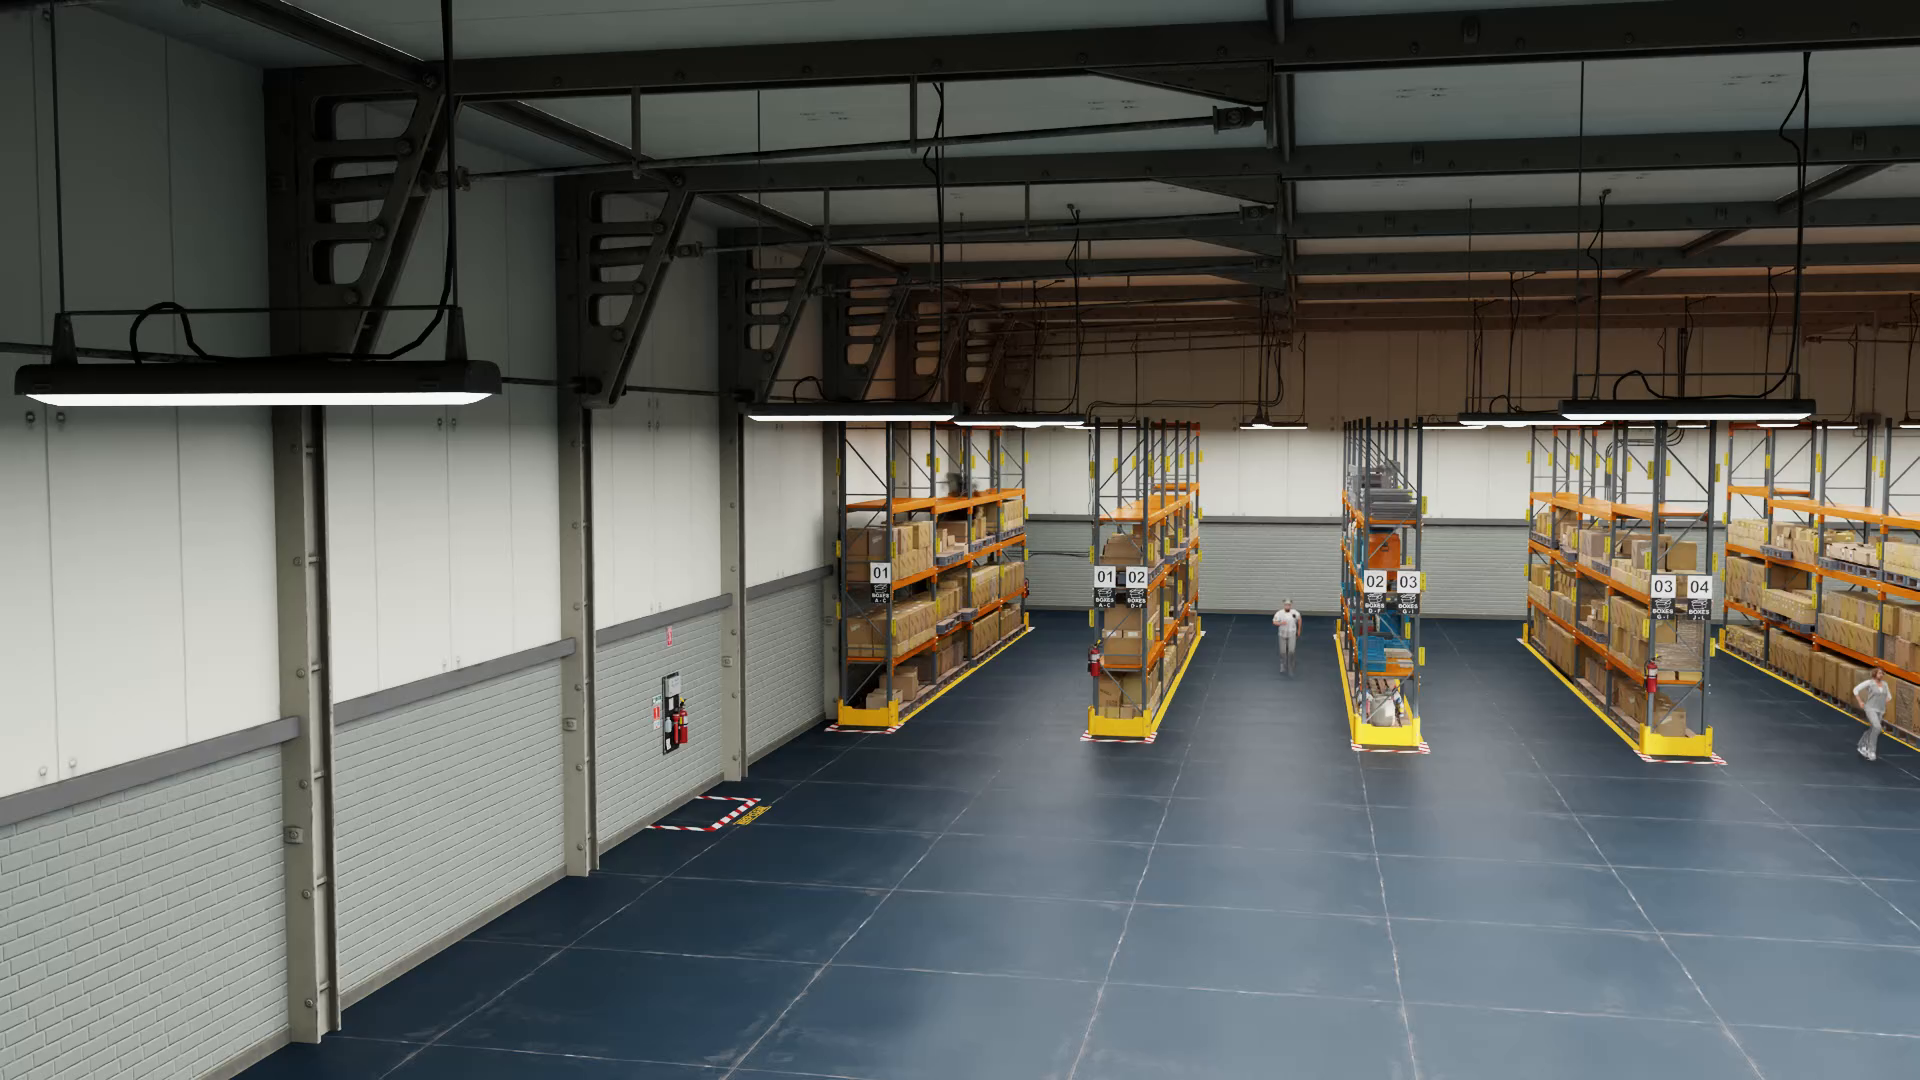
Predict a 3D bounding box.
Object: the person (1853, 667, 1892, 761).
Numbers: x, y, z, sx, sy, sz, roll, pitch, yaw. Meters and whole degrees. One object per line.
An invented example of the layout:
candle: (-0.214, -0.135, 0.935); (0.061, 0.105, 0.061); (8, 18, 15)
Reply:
person: (16.049, 3.039, 29.201); (0.540, 1.627, 0.645); (-1, 4, -12)

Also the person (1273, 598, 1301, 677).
person: (7.710, 2.285, 39.237); (0.664, 1.844, 0.847); (1, 4, 9)

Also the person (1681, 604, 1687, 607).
person: (19.543, 1.960, 44.652); (0.751, 1.762, 0.704); (-3, 5, -36)
